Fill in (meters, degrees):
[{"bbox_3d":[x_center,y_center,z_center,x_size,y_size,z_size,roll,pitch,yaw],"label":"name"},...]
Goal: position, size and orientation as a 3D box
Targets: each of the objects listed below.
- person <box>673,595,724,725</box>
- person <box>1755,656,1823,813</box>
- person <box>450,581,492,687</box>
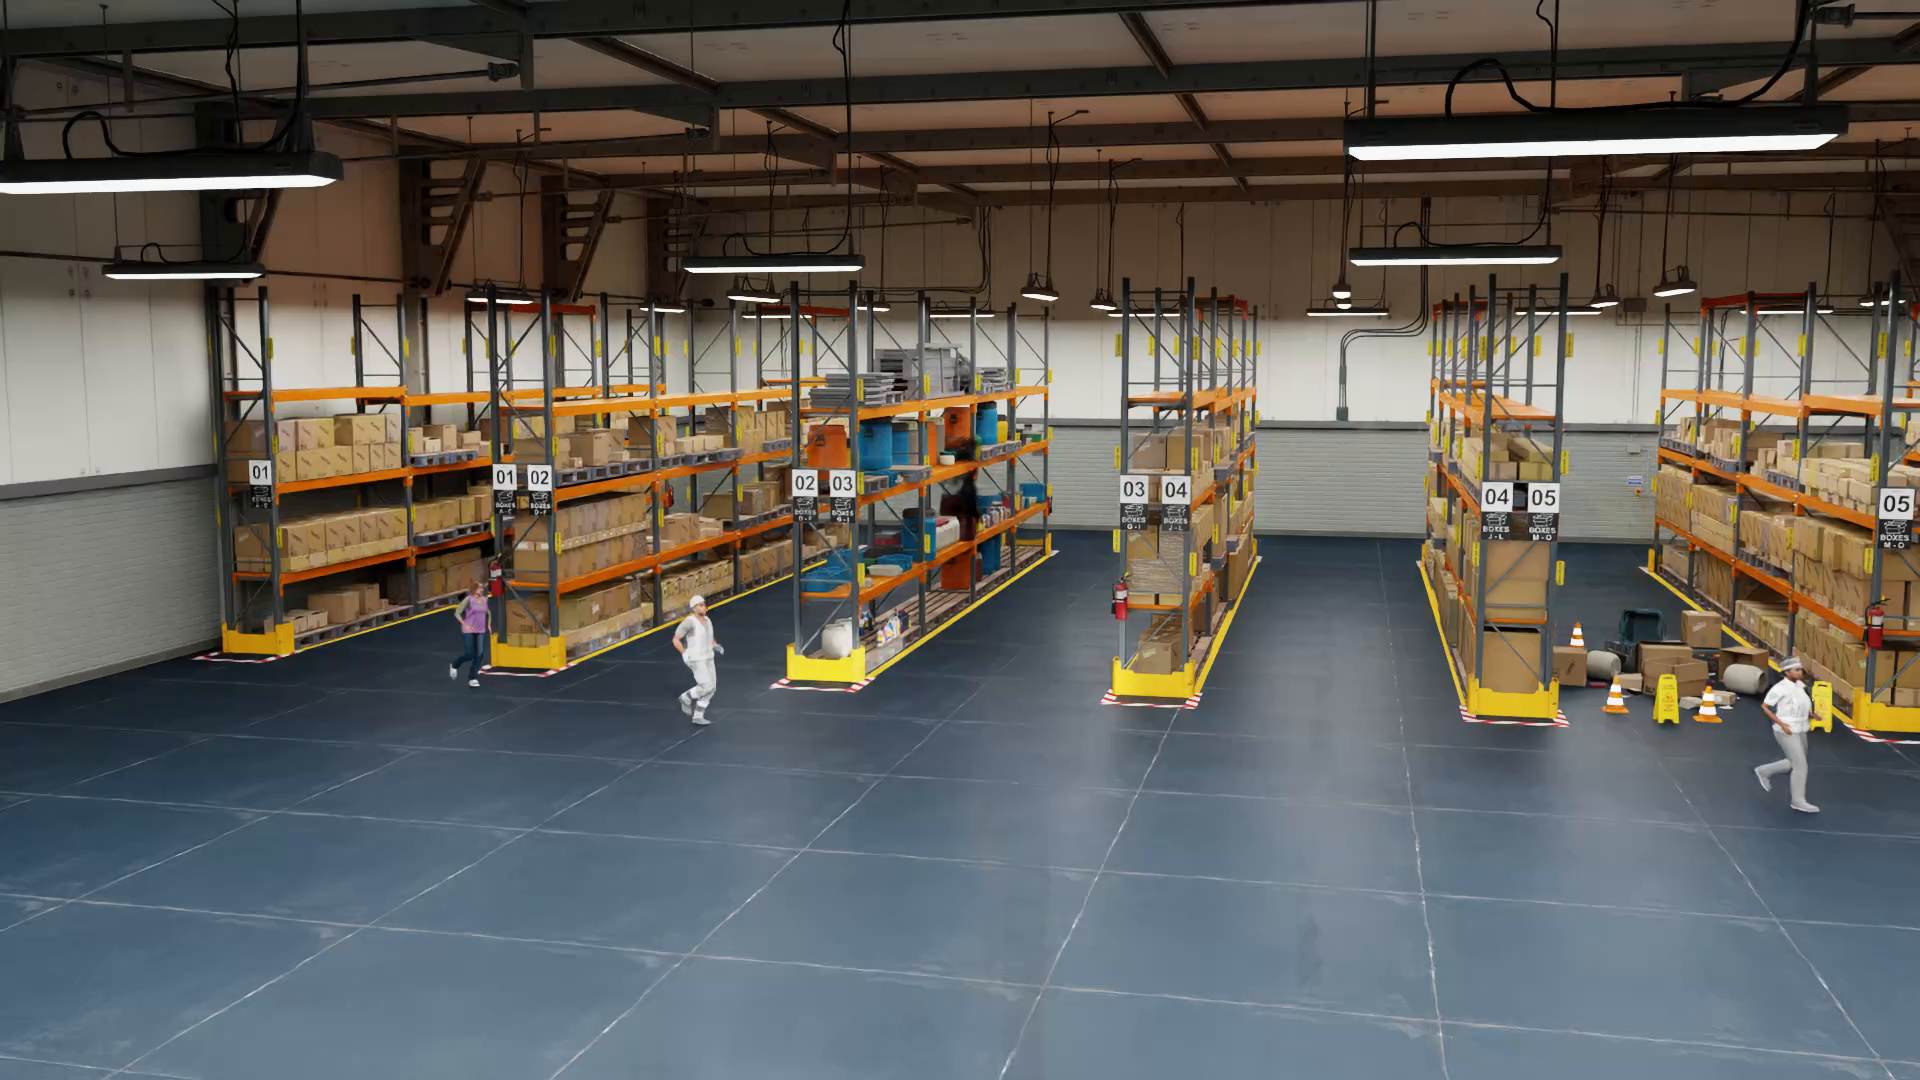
[{"bbox_3d":[-3.446,1.600,22.149,0.592,1.738,0.656,4,8,32],"label":"person"},{"bbox_3d":[9.069,2.088,18.203,0.588,1.666,0.785,-4,8,-31],"label":"person"},{"bbox_3d":[-7.275,1.390,24.901,0.631,1.533,0.602,5,8,39],"label":"person"}]
